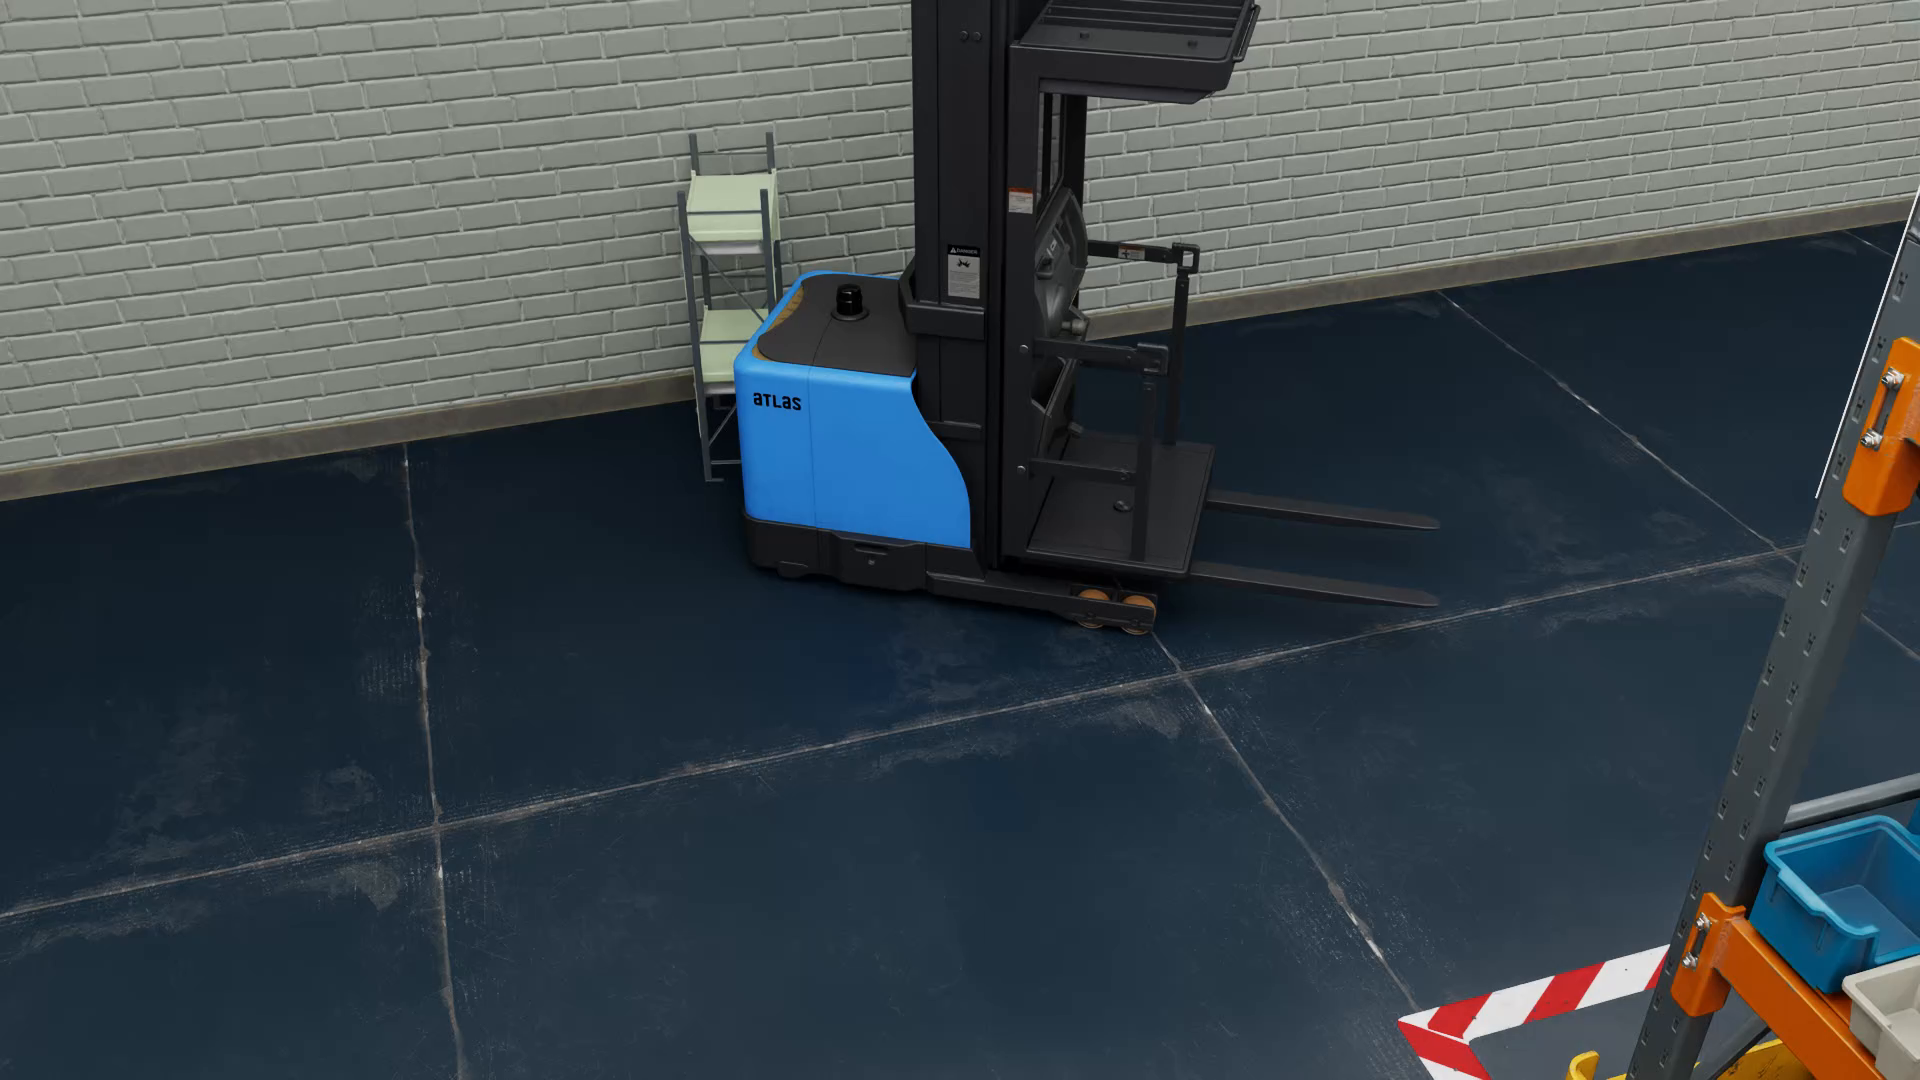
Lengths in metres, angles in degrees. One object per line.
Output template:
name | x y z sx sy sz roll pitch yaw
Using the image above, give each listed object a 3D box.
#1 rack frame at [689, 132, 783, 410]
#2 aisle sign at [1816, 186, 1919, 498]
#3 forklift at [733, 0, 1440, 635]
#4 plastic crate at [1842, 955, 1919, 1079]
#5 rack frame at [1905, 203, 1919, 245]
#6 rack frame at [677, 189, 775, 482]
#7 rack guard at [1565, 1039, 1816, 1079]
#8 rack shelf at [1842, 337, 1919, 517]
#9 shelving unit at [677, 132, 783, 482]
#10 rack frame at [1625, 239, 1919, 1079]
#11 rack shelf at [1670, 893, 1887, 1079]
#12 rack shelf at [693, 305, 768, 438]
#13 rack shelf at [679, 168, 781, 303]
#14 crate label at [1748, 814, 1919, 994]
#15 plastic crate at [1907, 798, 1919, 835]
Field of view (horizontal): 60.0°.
rack frame | -1.100 -1.326 8.396 0.400 1.500 0.023 -2 34 -3
aisle sign | 2.000 -0.451 3.353 0.394 0.787 0.004 -10 35 -15
forklift | 0.605 -1.141 6.818 3.031 2.935 1.130 8 34 11
plastic crate | 2.086 1.074 3.589 0.250 0.136 0.298 -10 35 -15
rack frame | 2.305 -1.881 2.434 1.000 3.000 0.127 -10 35 -15
rack frame | -1.054 -0.923 7.787 0.400 1.500 0.023 -2 34 -3
rack guard | 2.285 1.654 4.793 1.175 0.500 0.348 -10 35 -15
rack shelf | 2.915 0.720 1.871 1.077 0.370 4.000 -10 35 -15
shelving unit | -1.077 -1.125 8.091 0.431 1.500 0.755 -2 34 -3
rack frame | 2.305 0.622 4.088 1.000 3.000 0.127 -10 35 -15
rack shelf | 2.915 1.972 2.698 1.077 0.370 4.000 -10 35 -15
rack shelf | -1.077 -0.853 8.271 0.431 0.370 0.720 -2 34 -3
rack shelf | -1.077 -1.450 7.876 0.431 0.370 0.720 -2 34 -3
crate label | 2.067 0.852 3.838 0.416 0.233 0.303 -10 35 -15
plastic crate | 2.585 0.726 3.843 0.616 0.435 0.499 -10 35 -15
